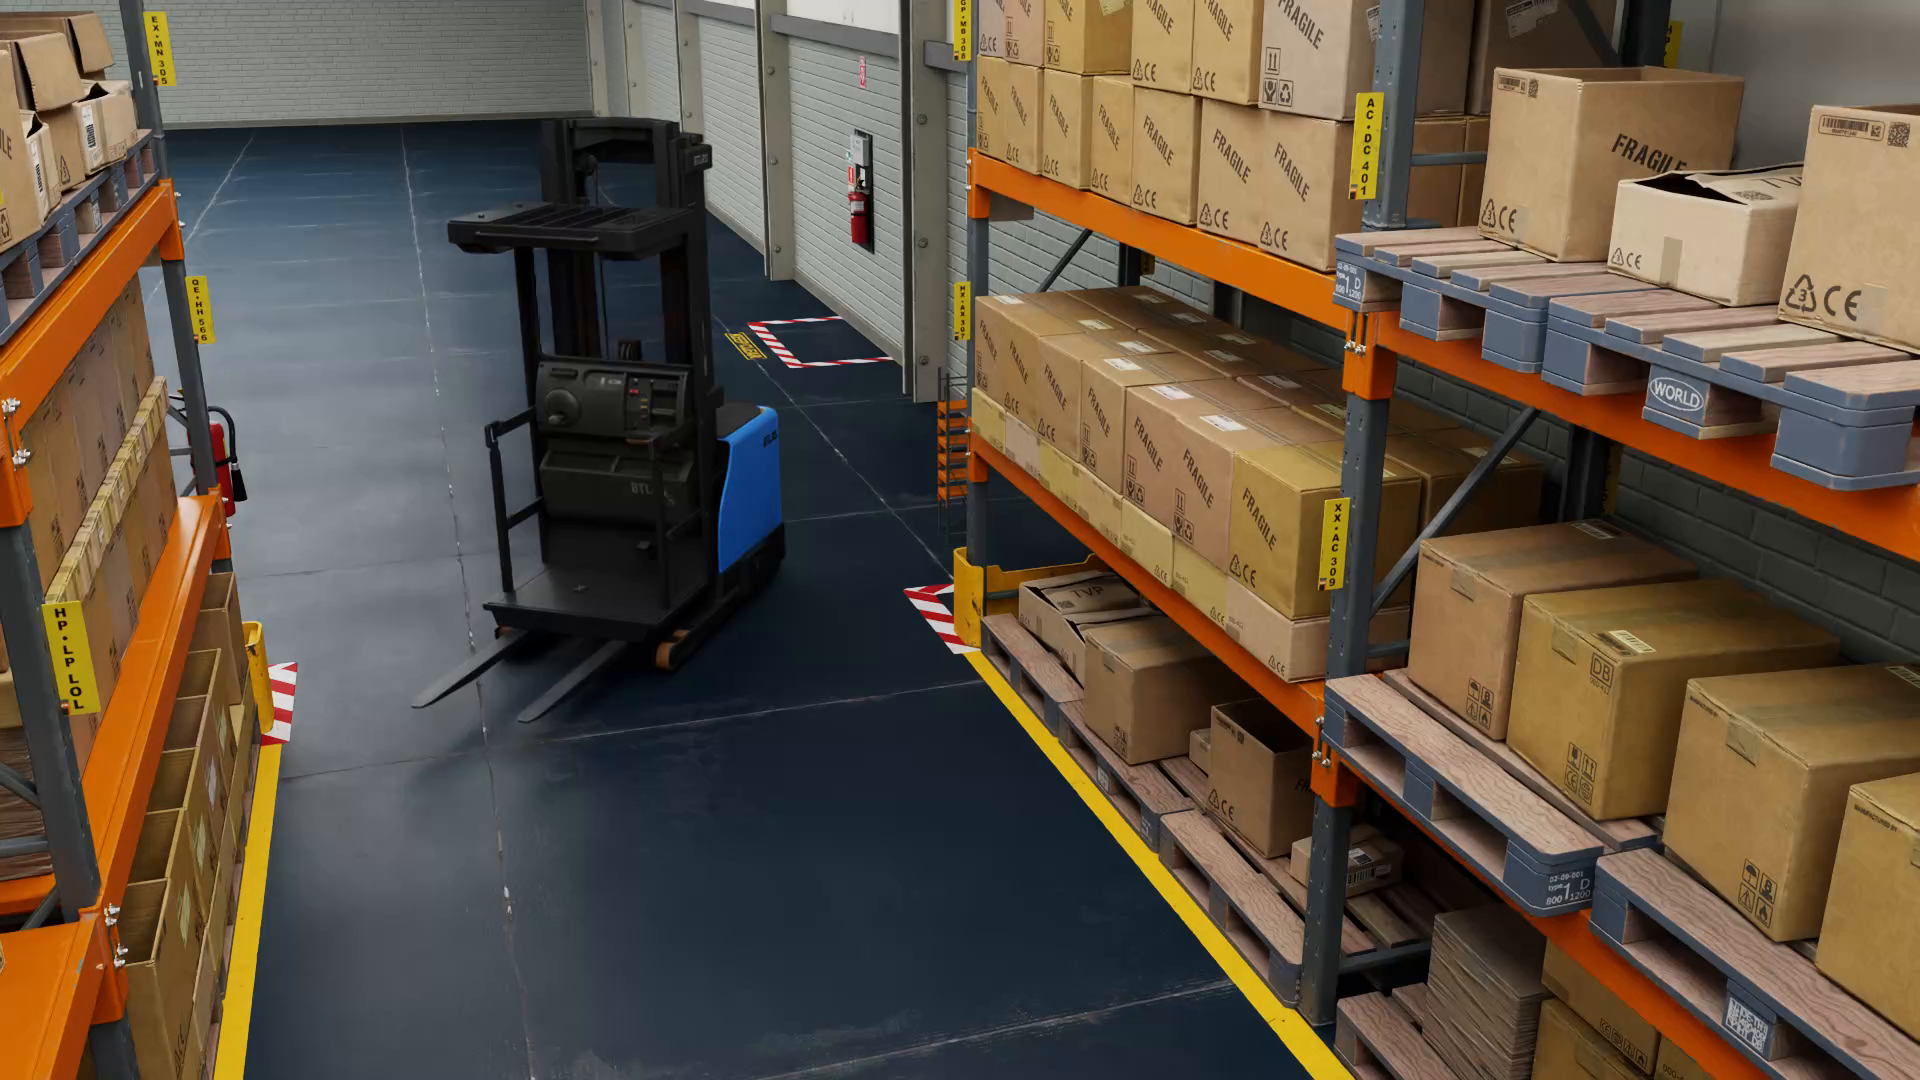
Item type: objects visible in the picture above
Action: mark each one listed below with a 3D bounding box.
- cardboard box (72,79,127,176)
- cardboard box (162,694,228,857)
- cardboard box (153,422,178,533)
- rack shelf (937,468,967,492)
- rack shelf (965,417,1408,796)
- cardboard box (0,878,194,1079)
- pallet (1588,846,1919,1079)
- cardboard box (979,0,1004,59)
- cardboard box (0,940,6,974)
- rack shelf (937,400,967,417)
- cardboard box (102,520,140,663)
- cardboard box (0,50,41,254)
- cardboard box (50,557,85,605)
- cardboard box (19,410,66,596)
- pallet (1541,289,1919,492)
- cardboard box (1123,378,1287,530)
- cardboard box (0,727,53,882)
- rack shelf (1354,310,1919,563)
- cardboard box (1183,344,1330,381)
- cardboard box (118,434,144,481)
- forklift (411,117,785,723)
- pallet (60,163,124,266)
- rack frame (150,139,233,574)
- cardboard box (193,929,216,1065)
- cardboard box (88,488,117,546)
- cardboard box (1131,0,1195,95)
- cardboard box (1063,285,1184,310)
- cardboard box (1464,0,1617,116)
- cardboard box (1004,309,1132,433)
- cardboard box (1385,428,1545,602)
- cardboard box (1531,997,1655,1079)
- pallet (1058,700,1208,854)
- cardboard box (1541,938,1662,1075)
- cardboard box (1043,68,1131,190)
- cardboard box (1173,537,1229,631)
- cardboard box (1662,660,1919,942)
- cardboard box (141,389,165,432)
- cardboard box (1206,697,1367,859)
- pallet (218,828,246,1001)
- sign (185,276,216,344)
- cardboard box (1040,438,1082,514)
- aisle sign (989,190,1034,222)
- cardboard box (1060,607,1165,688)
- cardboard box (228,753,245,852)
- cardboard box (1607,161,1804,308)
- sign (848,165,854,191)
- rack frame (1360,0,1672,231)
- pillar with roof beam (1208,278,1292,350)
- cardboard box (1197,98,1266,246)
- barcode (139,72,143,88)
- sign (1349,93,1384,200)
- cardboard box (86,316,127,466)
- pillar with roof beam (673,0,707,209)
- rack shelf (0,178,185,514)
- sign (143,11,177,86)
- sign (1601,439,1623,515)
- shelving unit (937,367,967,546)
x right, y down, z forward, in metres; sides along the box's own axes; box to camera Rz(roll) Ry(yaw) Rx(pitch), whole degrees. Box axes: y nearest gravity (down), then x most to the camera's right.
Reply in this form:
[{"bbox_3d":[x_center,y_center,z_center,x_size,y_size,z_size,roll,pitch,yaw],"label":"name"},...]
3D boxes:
[{"bbox_3d":[-3.384,-1.507,6.041,0.500,0.311,0.500,-4,20,-11],"label":"cardboard box"},{"bbox_3d":[-3.235,0.970,6.615,0.500,0.500,0.500,-6,21,-17],"label":"cardboard box"},{"bbox_3d":[-4.036,-0.290,7.637,0.700,0.500,0.500,-6,21,-17],"label":"cardboard box"},{"bbox_3d":[-0.005,-0.415,11.282,0.258,0.103,0.180,-6,21,-17],"label":"rack shelf"},{"bbox_3d":[1.160,0.059,7.878,1.077,0.370,4.000,-6,21,-17],"label":"rack shelf"},{"bbox_3d":[-2.762,1.451,5.275,0.500,0.500,0.500,-6,21,-17],"label":"cardboard box"},{"bbox_3d":[2.384,1.105,4.185,1.003,0.211,1.213,-6,21,-17],"label":"pallet"},{"bbox_3d":[0.422,-2.710,8.431,0.500,0.500,0.500,-8,21,-21],"label":"cardboard box"},{"bbox_3d":[-2.717,1.114,4.100,0.500,0.250,0.500,-5,20,-14],"label":"cardboard box"},{"bbox_3d":[-0.005,-0.866,11.120,0.258,0.103,0.180,-6,21,-17],"label":"rack shelf"},{"bbox_3d":[-3.547,0.207,6.255,0.700,0.500,0.500,-6,21,-16],"label":"cardboard box"},{"bbox_3d":[-2.821,-1.022,4.411,0.500,0.500,0.500,-5,20,-13],"label":"cardboard box"},{"bbox_3d":[-3.059,0.184,5.360,0.380,0.149,0.250,-7,21,-18],"label":"cardboard box"},{"bbox_3d":[-3.219,-0.071,5.111,0.700,0.500,0.500,-6,21,-17],"label":"cardboard box"},{"bbox_3d":[2.210,-0.419,3.986,1.213,0.211,1.003,-6,21,-17],"label":"pallet"},{"bbox_3d":[1.036,-0.370,7.093,0.500,0.500,0.500,-7,21,-19],"label":"cardboard box"},{"bbox_3d":[-3.059,0.701,4.879,0.700,0.500,0.500,-7,21,-19],"label":"cardboard box"},{"bbox_3d":[2.417,-0.069,3.798,1.077,0.370,4.000,-6,21,-17],"label":"rack shelf"},{"bbox_3d":[1.355,-0.595,7.717,0.500,0.500,0.500,-6,21,-16],"label":"cardboard box"},{"bbox_3d":[-3.546,-0.313,6.742,0.380,0.149,0.250,-6,21,-16],"label":"cardboard box"},{"bbox_3d":[-2.043,-0.788,9.274,1.130,2.935,3.031,6,20,15],"label":"forklift"},{"bbox_3d":[-3.586,-1.142,5.852,1.003,0.211,1.213,-6,21,-17],"label":"pallet"},{"bbox_3d":[-4.171,-0.394,8.075,1.000,3.000,0.127,-6,21,-17],"label":"rack frame"},{"bbox_3d":[-2.924,1.644,5.847,0.500,0.250,0.500,-6,21,-17],"label":"cardboard box"},{"bbox_3d":[-3.304,-0.066,6.055,0.380,0.149,0.250,-7,21,-18],"label":"cardboard box"},{"bbox_3d":[1.017,-2.049,6.591,0.500,0.500,0.500,-7,21,-19],"label":"cardboard box"},{"bbox_3d":[0.881,-1.084,9.081,0.500,0.500,0.500,-7,21,-18],"label":"cardboard box"},{"bbox_3d":[1.905,-1.764,5.796,0.500,0.500,0.500,-6,21,-16],"label":"cardboard box"},{"bbox_3d":[0.542,-0.868,8.479,0.500,0.500,0.500,-6,21,-17],"label":"cardboard box"},{"bbox_3d":[1.839,-0.102,6.347,0.500,0.500,0.500,-7,21,-18],"label":"cardboard box"},{"bbox_3d":[2.245,1.727,5.219,0.700,0.500,0.500,-7,21,-18],"label":"cardboard box"},{"bbox_3d":[1.156,1.071,8.123,1.003,0.211,1.213,-6,21,-17],"label":"pallet"},{"bbox_3d":[2.177,1.354,5.146,0.500,0.250,0.500,-7,21,-18],"label":"cardboard box"},{"bbox_3d":[0.701,-1.913,7.691,0.500,0.500,0.500,-5,20,-15],"label":"cardboard box"},{"bbox_3d":[1.203,0.143,6.773,0.500,0.250,0.500,-6,21,-17],"label":"cardboard box"},{"bbox_3d":[2.321,0.663,4.333,0.700,0.500,0.500,-4,20,-10],"label":"cardboard box"},{"bbox_3d":[-3.786,-0.560,7.430,0.380,0.149,0.250,-6,21,-16],"label":"cardboard box"},{"bbox_3d":[1.424,1.003,7.234,0.500,0.500,0.500,-8,21,-21],"label":"cardboard box"},{"bbox_3d":[-3.511,1.550,6.787,1.003,0.211,1.213,-6,21,-17],"label":"pallet"},{"bbox_3d":[-3.651,-1.103,7.987,0.100,0.325,0.005,-6,21,-17],"label":"sign"},{"bbox_3d":[0.714,-0.340,8.119,0.500,0.250,0.500,-7,21,-18],"label":"cardboard box"},{"bbox_3d":[0.223,-2.136,9.080,0.394,0.787,0.004,-6,21,-17],"label":"aisle sign"},{"bbox_3d":[0.842,0.552,8.770,0.500,0.311,0.500,-5,20,-13],"label":"cardboard box"},{"bbox_3d":[-3.394,1.163,7.188,0.500,0.250,0.500,-6,21,-17],"label":"cardboard box"},{"bbox_3d":[2.078,-0.823,4.345,0.500,0.311,0.500,-6,21,-15],"label":"cardboard box"},{"bbox_3d":[-1.130,-3.716,17.272,0.001,0.329,0.234,-6,21,-17],"label":"sign"},{"bbox_3d":[1.788,-2.461,4.956,1.000,3.000,0.127,-6,21,-17],"label":"rack frame"},{"bbox_3d":[-2.515,-3.154,6.887,9.100,9.000,0.400,-6,21,-17],"label":"pillar with roof beam"},{"bbox_3d":[1.248,-1.405,6.276,0.500,0.500,0.500,-8,21,-22],"label":"cardboard box"},{"bbox_3d":[-3.618,-2.033,7.343,0.001,0.075,0.075,-6,21,-17],"label":"barcode"},{"bbox_3d":[1.275,-1.232,5.208,0.100,0.325,0.005,-6,21,-17],"label":"sign"},{"bbox_3d":[-3.690,-0.553,6.452,0.700,0.500,0.500,-6,21,-17],"label":"cardboard box"},{"bbox_3d":[-8.172,-8.931,22.968,9.100,9.000,0.400,-6,21,-17],"label":"pillar with roof beam"},{"bbox_3d":[-3.542,-0.825,5.903,1.077,0.370,4.000,-6,21,-17],"label":"rack shelf"},{"bbox_3d":[-3.651,-2.238,7.580,0.100,0.325,0.005,-6,21,-17],"label":"sign"},{"bbox_3d":[2.314,-0.243,5.942,0.100,0.325,0.005,-6,21,-17],"label":"sign"},{"bbox_3d":[-0.005,-0.569,11.227,0.258,1.200,0.189,-6,21,-17],"label":"shelving unit"}]
